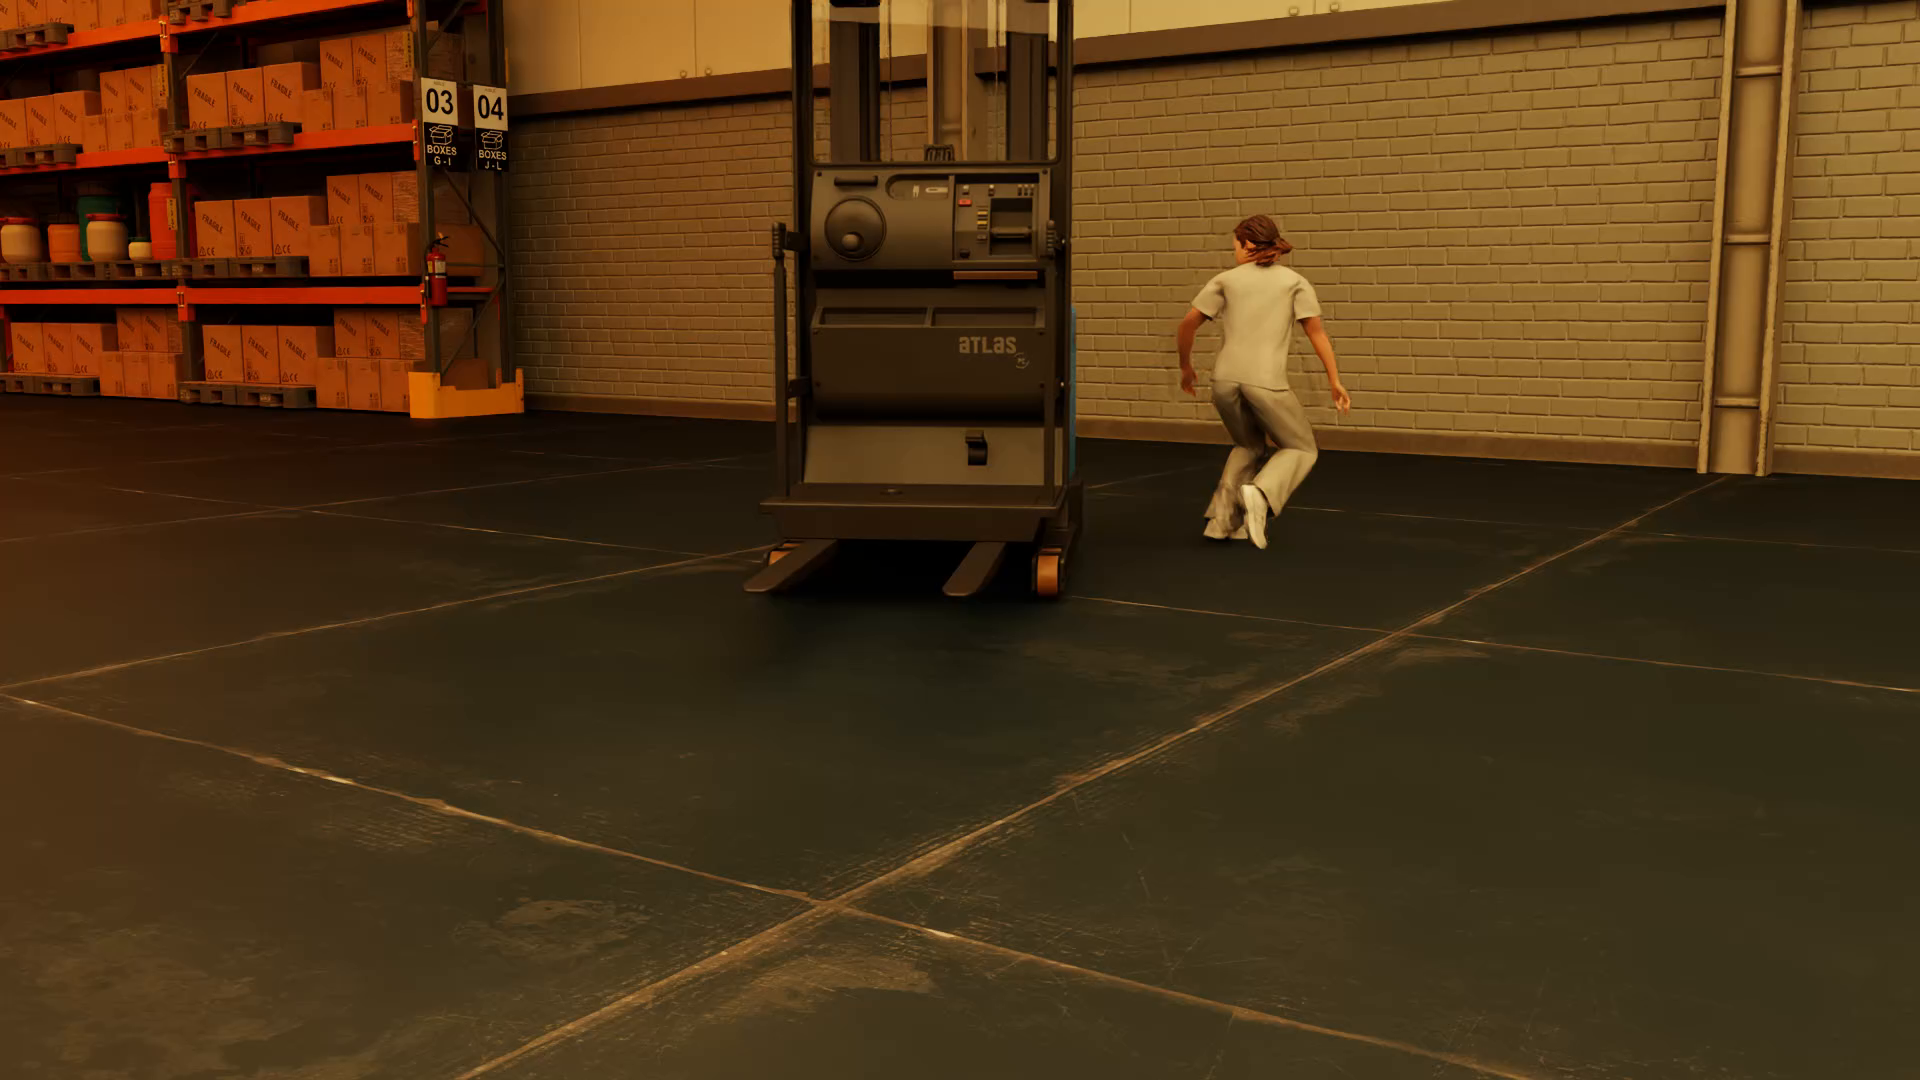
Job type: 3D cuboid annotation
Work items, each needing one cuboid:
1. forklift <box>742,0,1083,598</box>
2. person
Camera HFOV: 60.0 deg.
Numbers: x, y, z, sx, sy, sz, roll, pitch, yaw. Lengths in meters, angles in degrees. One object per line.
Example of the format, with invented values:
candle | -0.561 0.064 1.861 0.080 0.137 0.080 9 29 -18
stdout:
forklift | -0.136 -1.285 6.232 1.130 2.935 3.031 1 8 7
person | 1.345 -0.716 7.462 0.806 1.483 0.570 4 9 28
